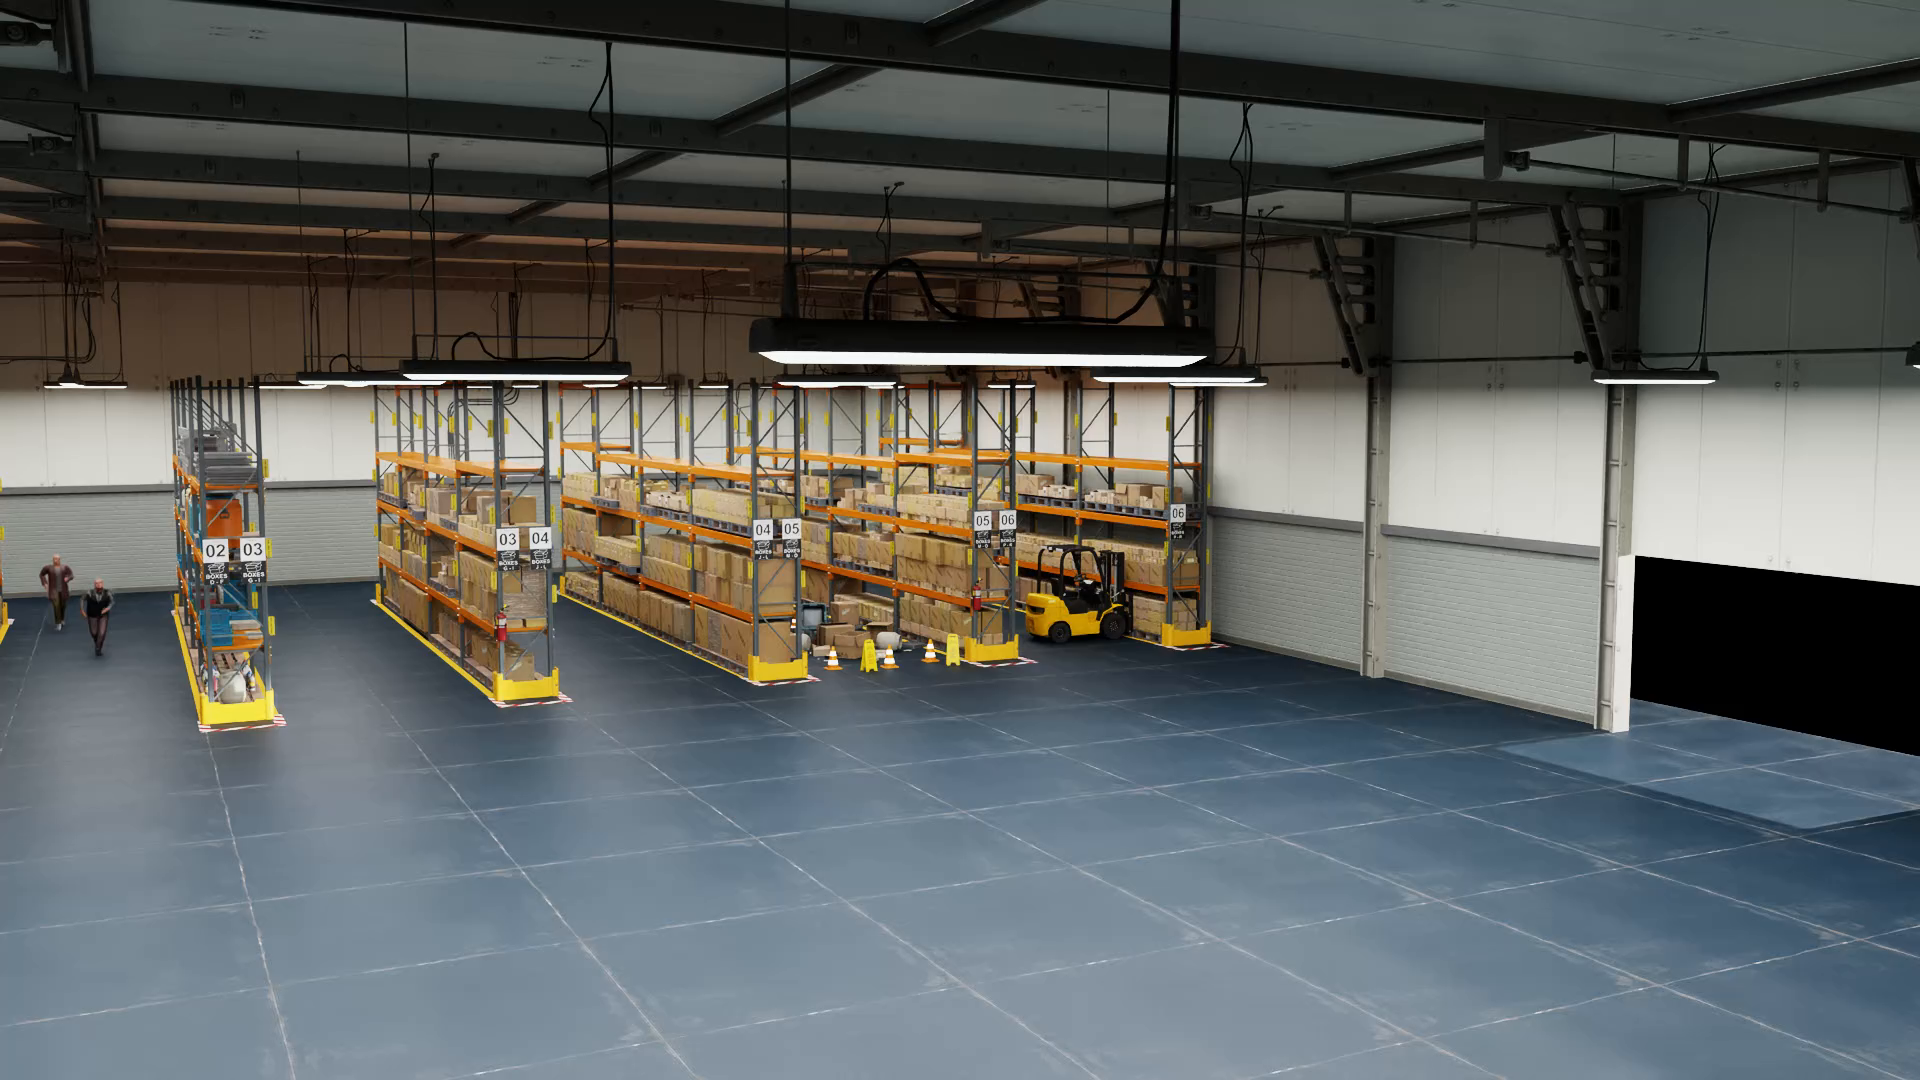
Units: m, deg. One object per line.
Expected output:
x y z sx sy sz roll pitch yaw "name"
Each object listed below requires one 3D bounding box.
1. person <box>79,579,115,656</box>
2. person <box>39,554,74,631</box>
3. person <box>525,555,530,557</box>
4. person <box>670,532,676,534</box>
-18.807 1.646 36.270 0.693 1.603 0.625 -3 6 -29 "person"
-21.845 1.245 40.285 0.714 1.806 0.939 -4 7 -40 "person"
-12.465 0.721 47.372 0.604 1.588 0.706 5 7 44 "person"
-8.005 0.679 46.702 0.659 1.810 0.941 -3 6 -34 "person"
